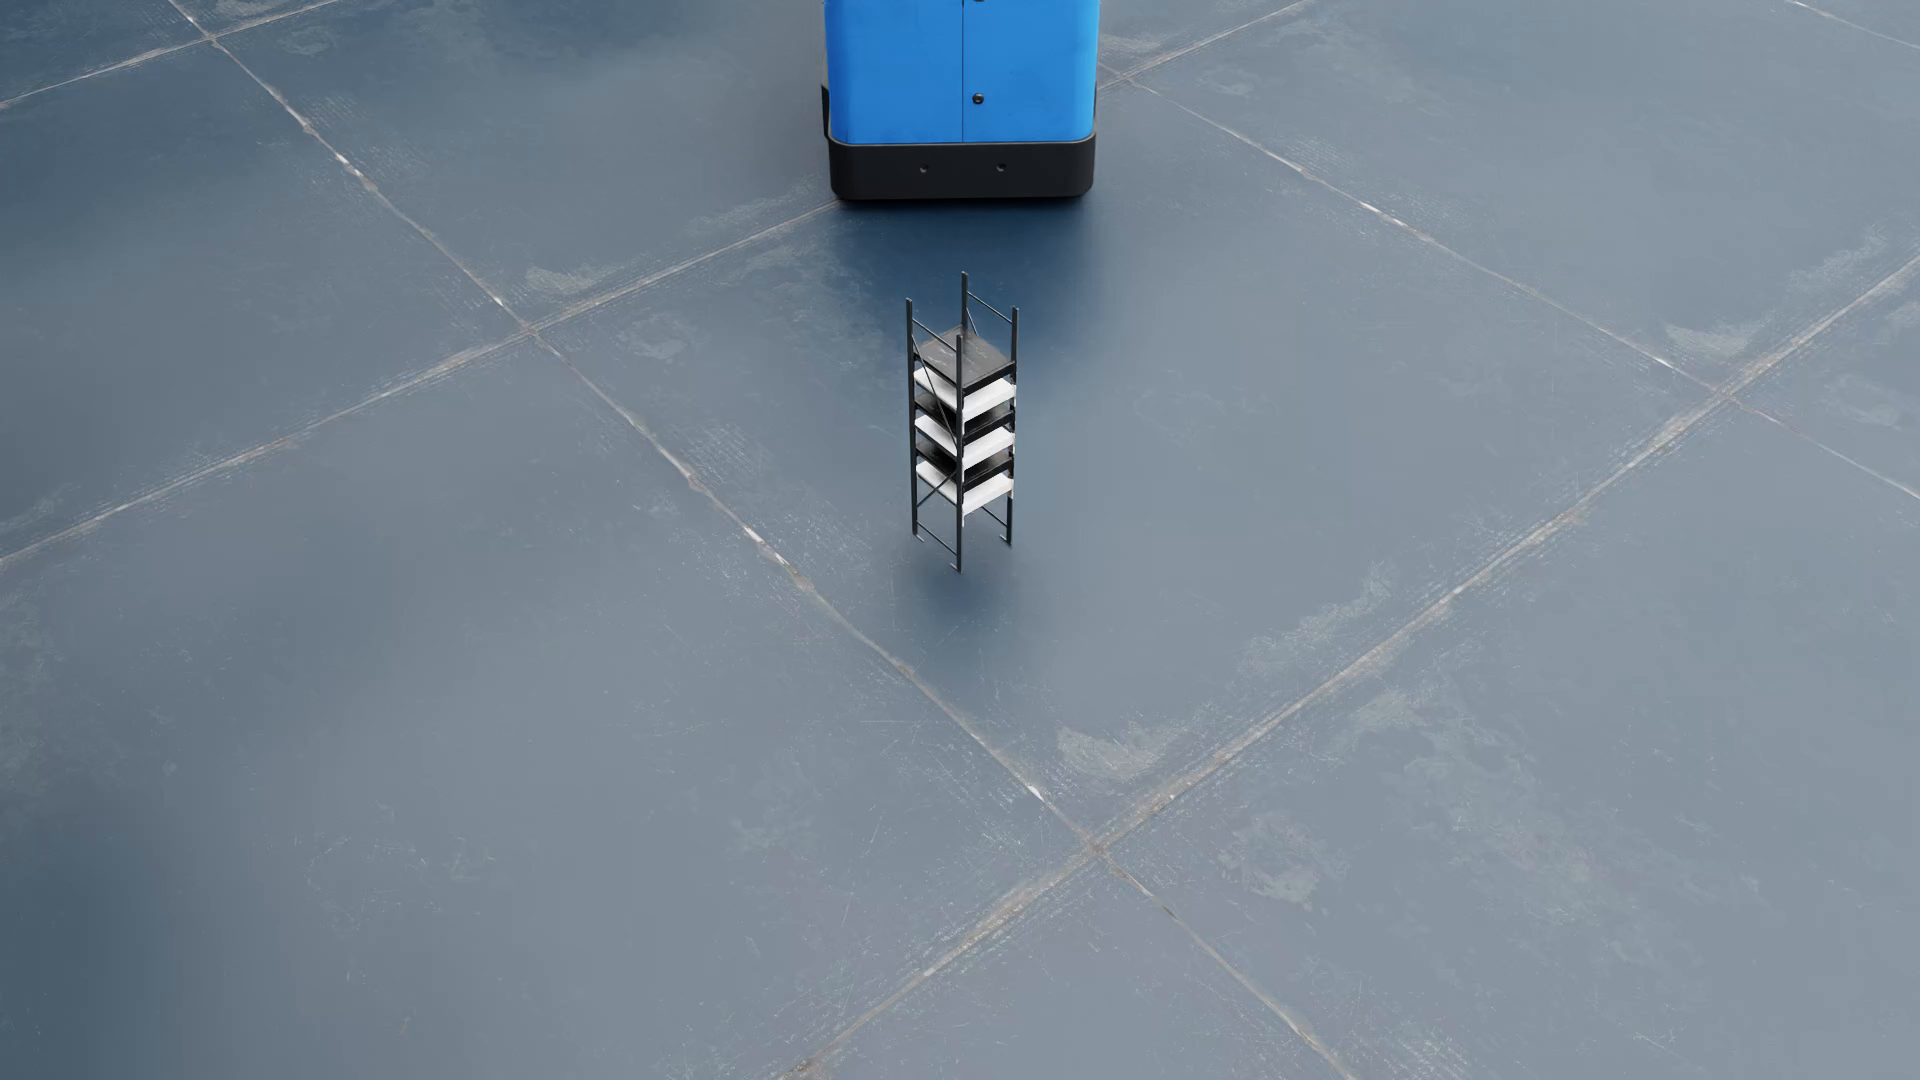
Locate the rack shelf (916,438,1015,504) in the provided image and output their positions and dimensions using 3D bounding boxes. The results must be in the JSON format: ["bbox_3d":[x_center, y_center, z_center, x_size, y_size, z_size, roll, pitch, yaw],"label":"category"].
[{"bbox_3d":[0.006,-0.242,5.030,0.200,0.077,0.258,-30,51,-28],"label":"rack shelf"}]

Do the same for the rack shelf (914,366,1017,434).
[{"bbox_3d":[0.006,-0.438,4.845,0.200,0.077,0.258,-30,51,-28],"label":"rack shelf"}]

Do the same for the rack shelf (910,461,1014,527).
[{"bbox_3d":[0.006,-0.176,5.092,0.200,0.077,0.258,-30,51,-28],"label":"rack shelf"}]

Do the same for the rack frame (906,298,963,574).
[{"bbox_3d":[-0.072,-0.287,4.898,0.006,0.900,0.240,-30,51,-28],"label":"rack frame"}]

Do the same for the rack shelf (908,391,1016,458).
[{"bbox_3d":[0.006,-0.373,4.907,0.200,0.077,0.258,-30,51,-28],"label":"rack shelf"}]

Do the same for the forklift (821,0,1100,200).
[{"bbox_3d":[-0.031,-3.405,6.735,1.130,2.935,3.031,-1,43,-1],"label":"forklift"}]

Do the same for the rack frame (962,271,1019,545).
[{"bbox_3d":[0.084,-0.376,4.993,0.006,0.900,0.240,-30,51,-28],"label":"rack frame"}]

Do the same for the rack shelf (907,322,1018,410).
[{"bbox_3d":[0.006,-0.504,4.784,0.200,0.077,0.258,-30,51,-28],"label":"rack shelf"}]

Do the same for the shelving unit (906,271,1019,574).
[{"bbox_3d":[0.006,-0.332,4.946,0.210,0.900,0.258,-30,51,-28],"label":"shelving unit"}]

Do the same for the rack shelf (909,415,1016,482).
[{"bbox_3d":[0.006,-0.307,4.969,0.200,0.077,0.258,-30,51,-28],"label":"rack shelf"}]
